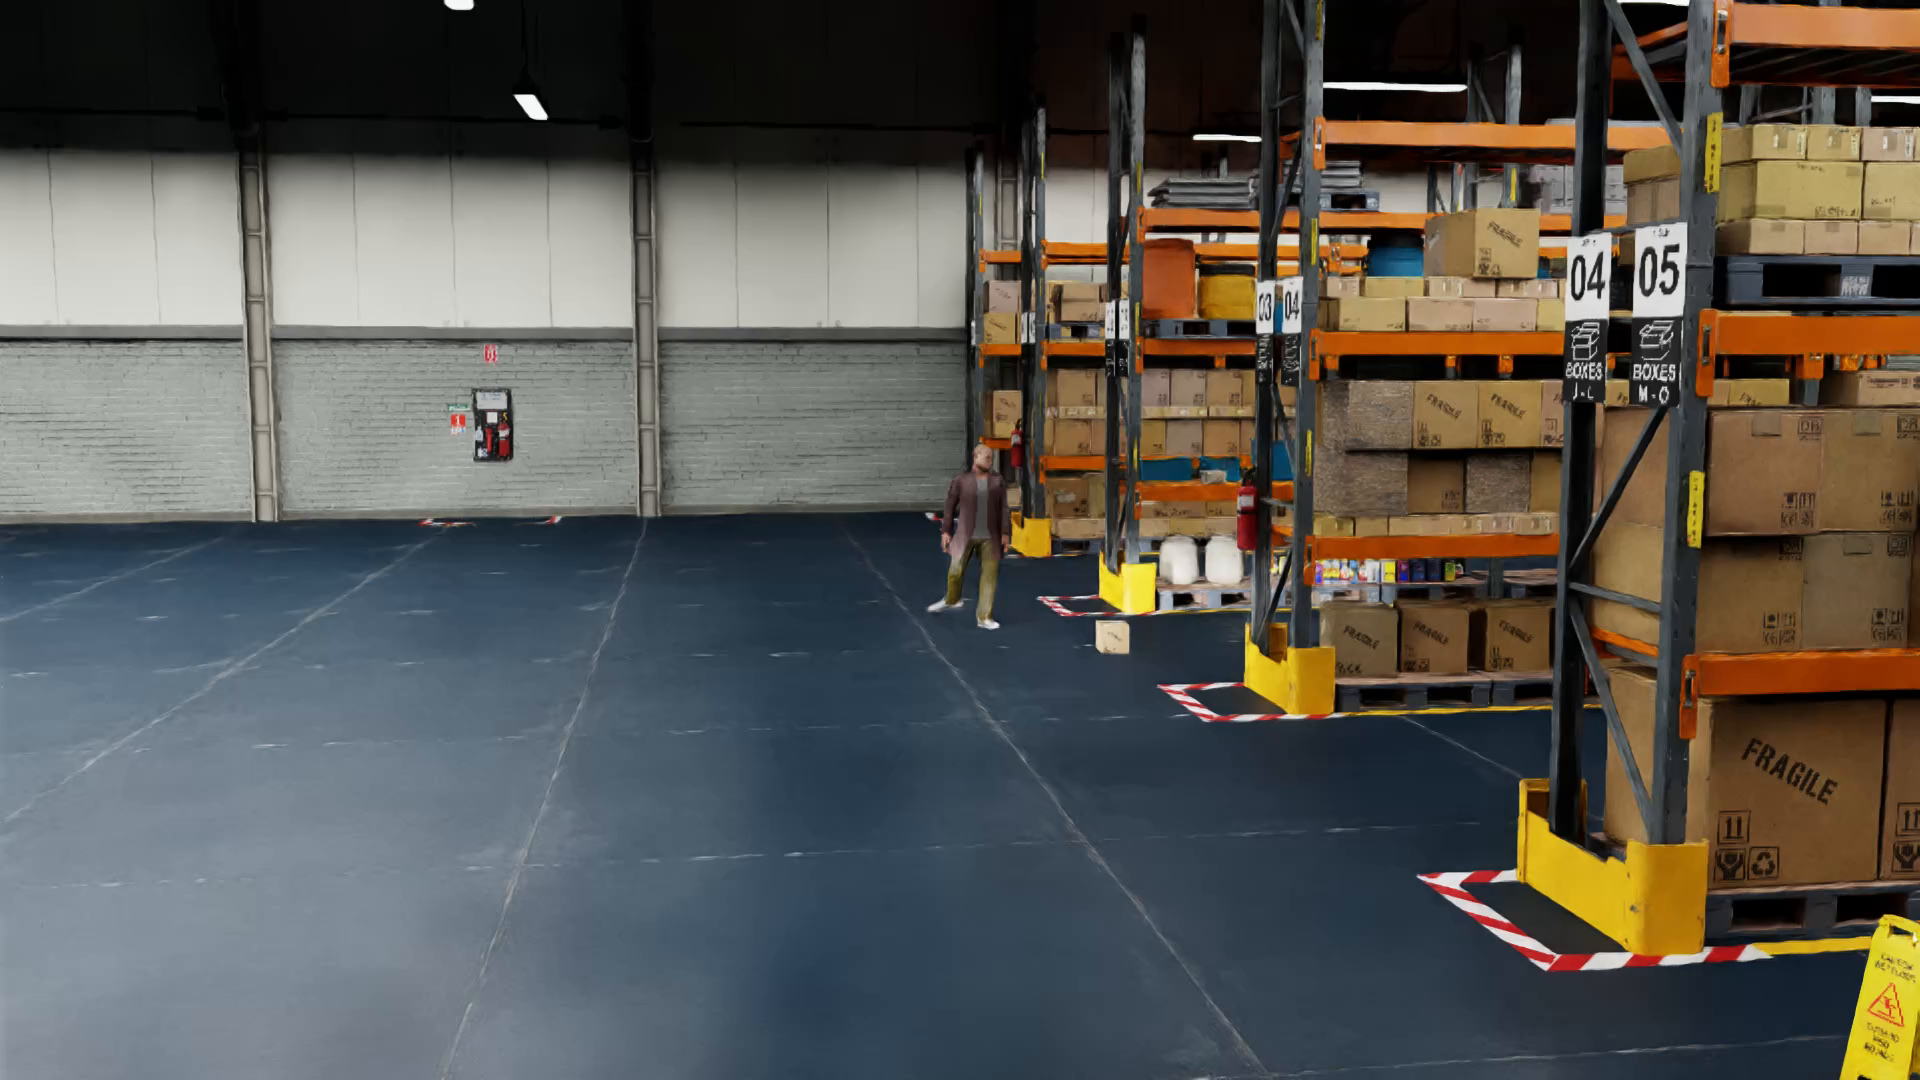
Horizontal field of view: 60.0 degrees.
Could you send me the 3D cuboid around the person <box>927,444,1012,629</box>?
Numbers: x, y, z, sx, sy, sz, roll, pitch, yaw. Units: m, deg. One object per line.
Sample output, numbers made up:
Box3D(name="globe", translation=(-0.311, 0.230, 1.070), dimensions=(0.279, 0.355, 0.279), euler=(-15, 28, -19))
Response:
Box3D(name="person", translation=(0.096, -0.043, 16.157), dimensions=(0.787, 1.775, 0.662), euler=(-1, 6, -7))
